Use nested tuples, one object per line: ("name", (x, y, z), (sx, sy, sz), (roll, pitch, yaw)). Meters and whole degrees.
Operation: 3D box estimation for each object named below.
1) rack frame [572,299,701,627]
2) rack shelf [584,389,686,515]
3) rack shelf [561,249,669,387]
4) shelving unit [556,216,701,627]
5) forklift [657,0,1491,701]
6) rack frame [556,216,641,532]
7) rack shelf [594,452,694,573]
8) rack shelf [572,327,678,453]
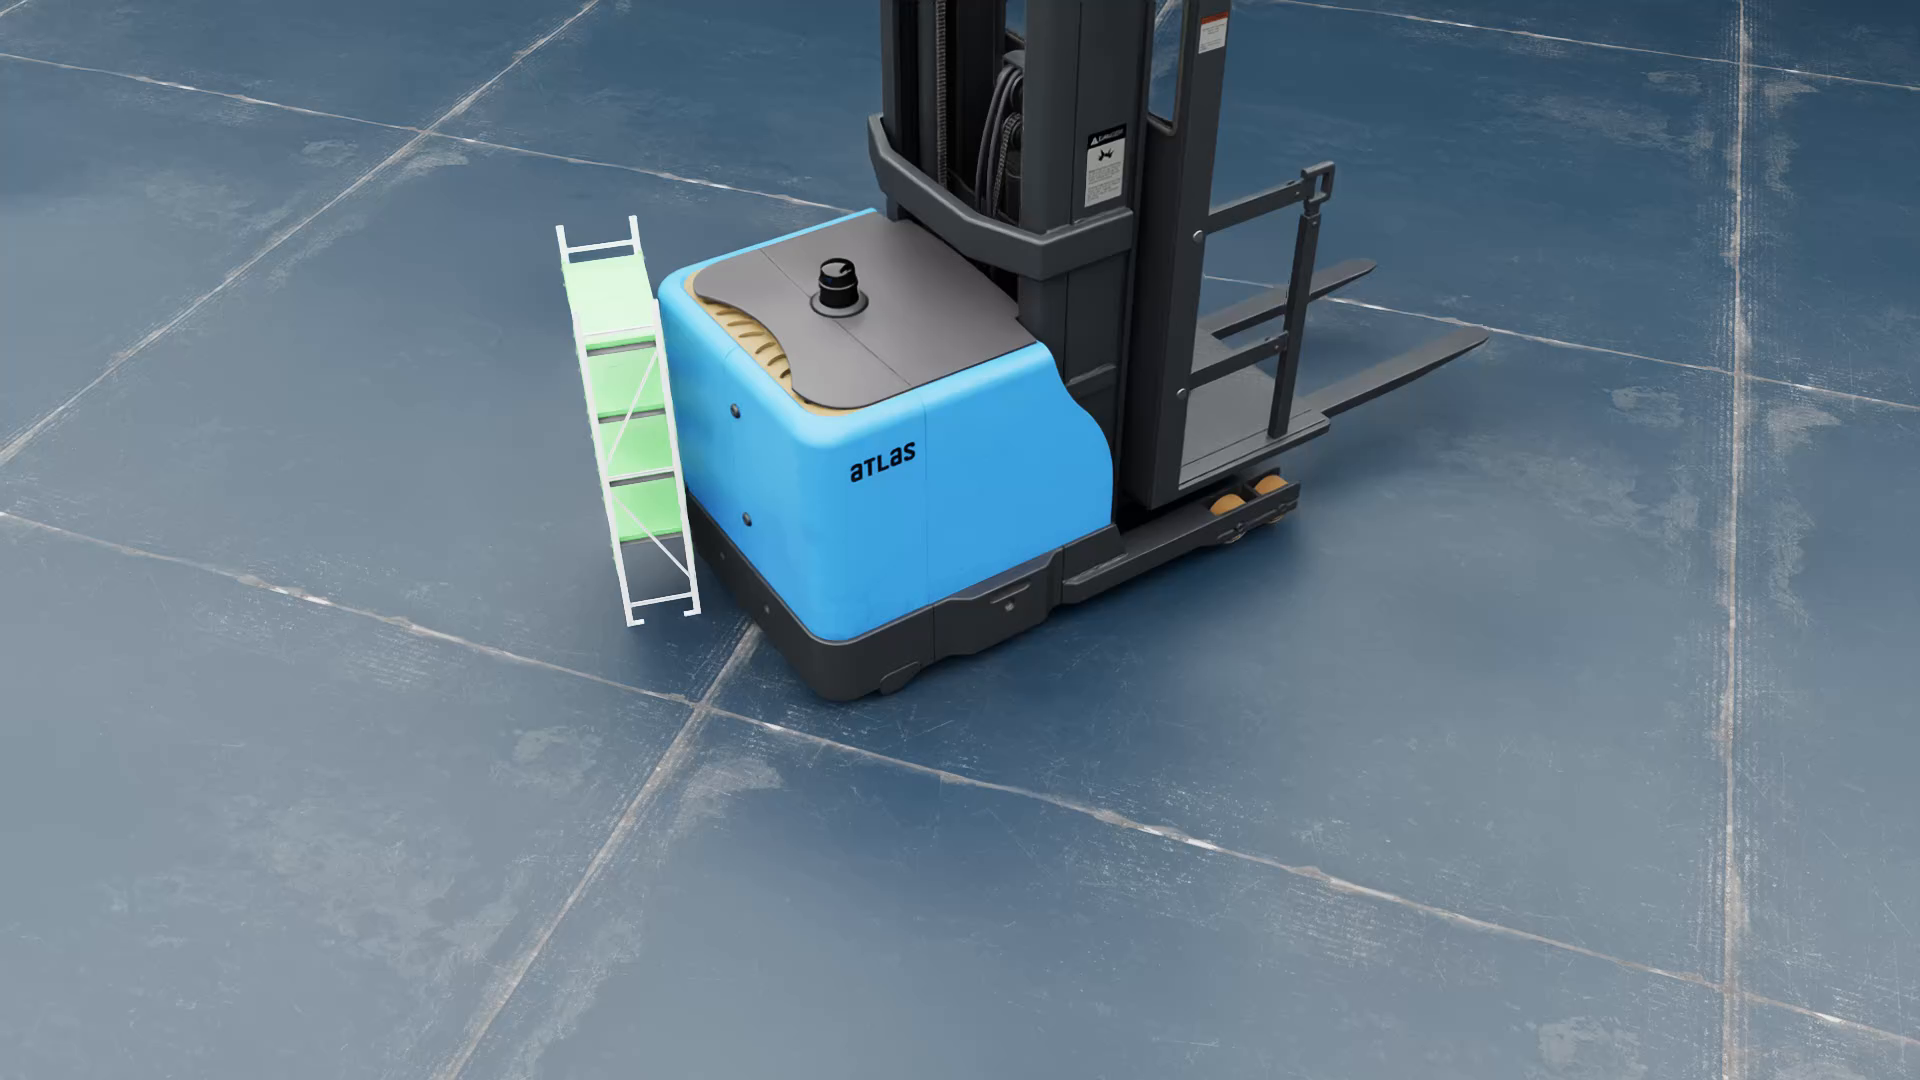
("rack frame", (-0.969, -0.199, 5.059), (0.240, 1.200, 0.015), (-10, 42, -12))
("rack shelf", (-1.034, -0.303, 5.280), (0.258, 0.148, 0.480), (-10, 42, -12))
("rack shelf", (-1.034, -0.669, 4.968), (0.258, 0.148, 0.480), (-10, 42, -12))
("shelving unit", (-1.034, -0.352, 5.238), (0.258, 1.200, 0.503), (-10, 42, -12))
("forklift", (0.577, -1.369, 5.096), (3.031, 2.935, 1.130), (-23, 46, -25))
("rack frame", (-1.100, -0.505, 5.417), (0.240, 1.200, 0.015), (-10, 42, -12))
("rack shelf", (-1.034, -0.121, 5.435), (0.258, 0.148, 0.480), (-10, 42, -12))
("rack shelf", (-1.034, -0.486, 5.124), (0.258, 0.148, 0.480), (-10, 42, -12))
